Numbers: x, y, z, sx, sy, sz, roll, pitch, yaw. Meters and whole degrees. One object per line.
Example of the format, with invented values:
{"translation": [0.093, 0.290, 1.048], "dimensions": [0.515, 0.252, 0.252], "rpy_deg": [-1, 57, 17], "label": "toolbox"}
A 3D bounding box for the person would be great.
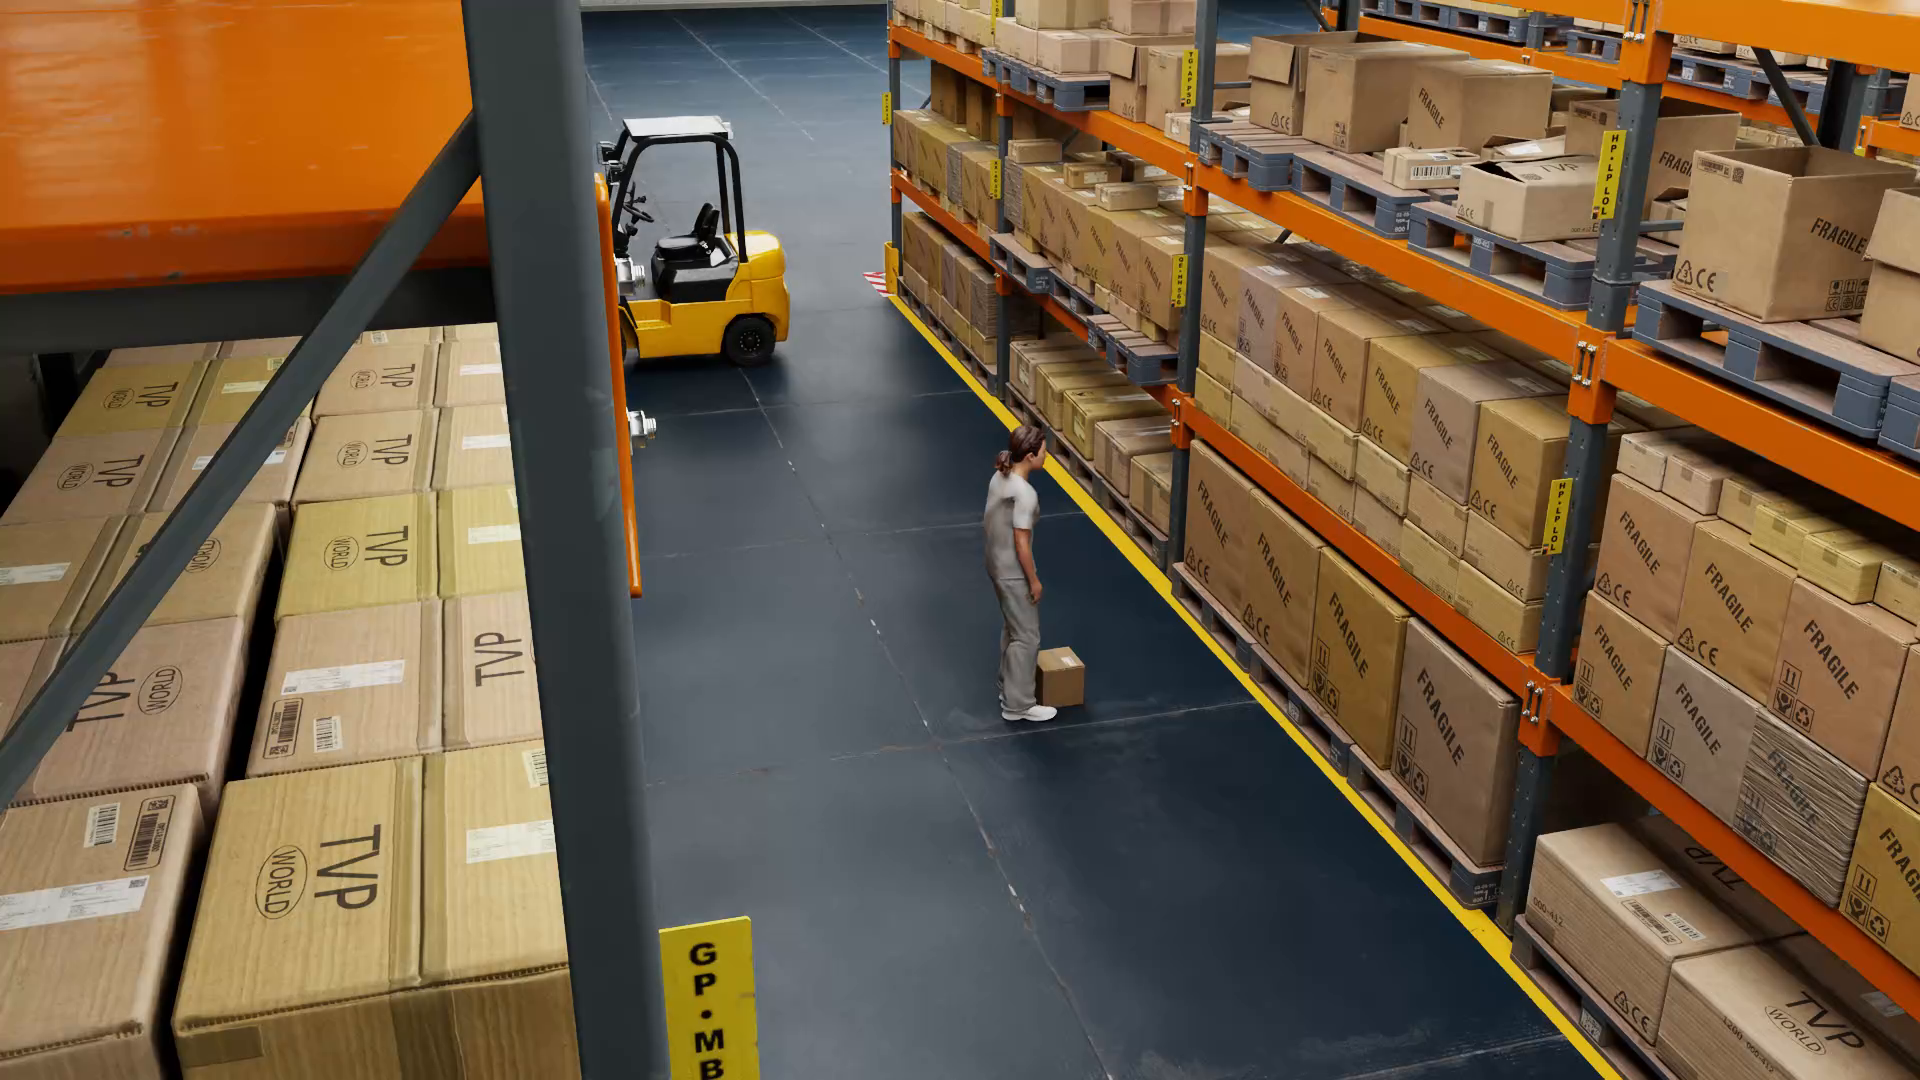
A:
{"translation": [0.341, 0.167, 9.203], "dimensions": [0.404, 1.673, 0.486], "rpy_deg": [-6, 24, -14], "label": "person"}
